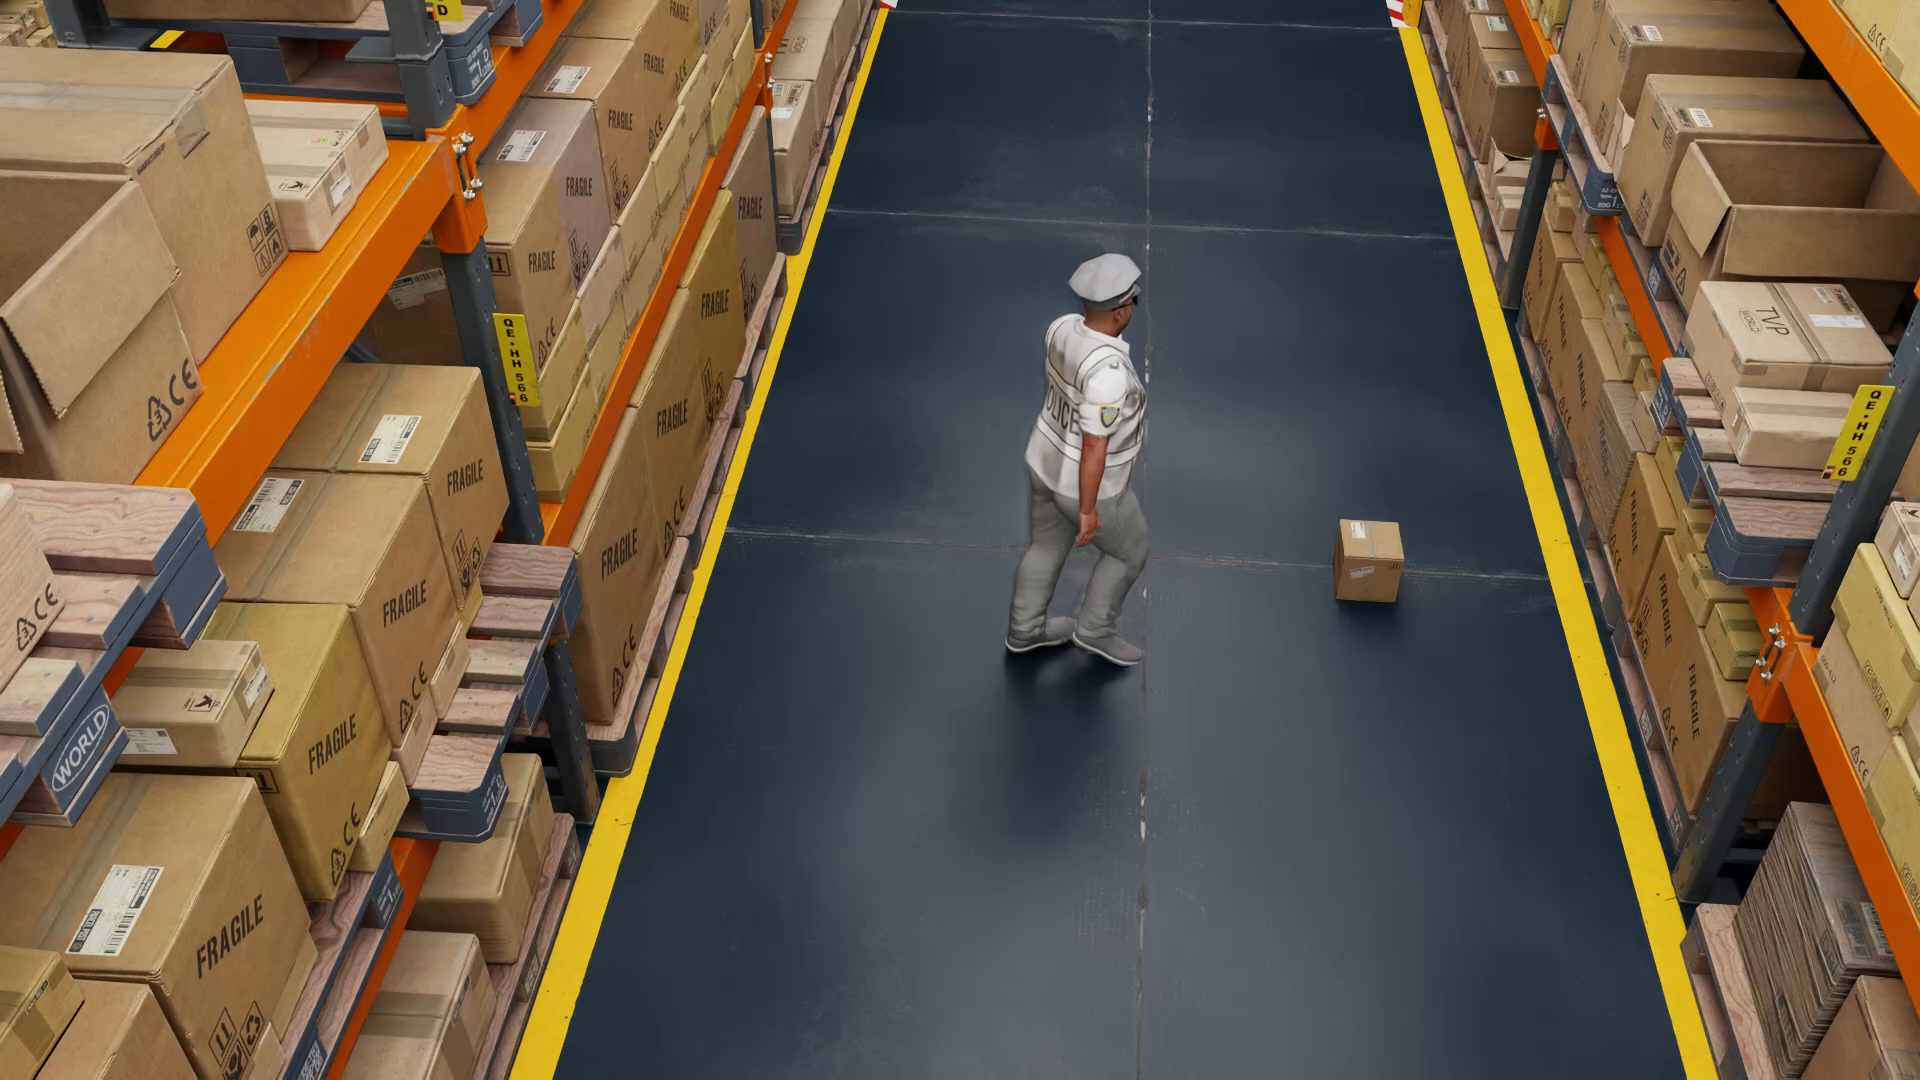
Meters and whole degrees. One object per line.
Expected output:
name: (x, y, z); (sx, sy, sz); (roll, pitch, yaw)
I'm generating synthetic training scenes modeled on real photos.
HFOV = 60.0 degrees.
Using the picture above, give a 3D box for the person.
person: (0.439, -0.245, 6.456); (0.535, 1.800, 0.568); (-18, 43, -21)
